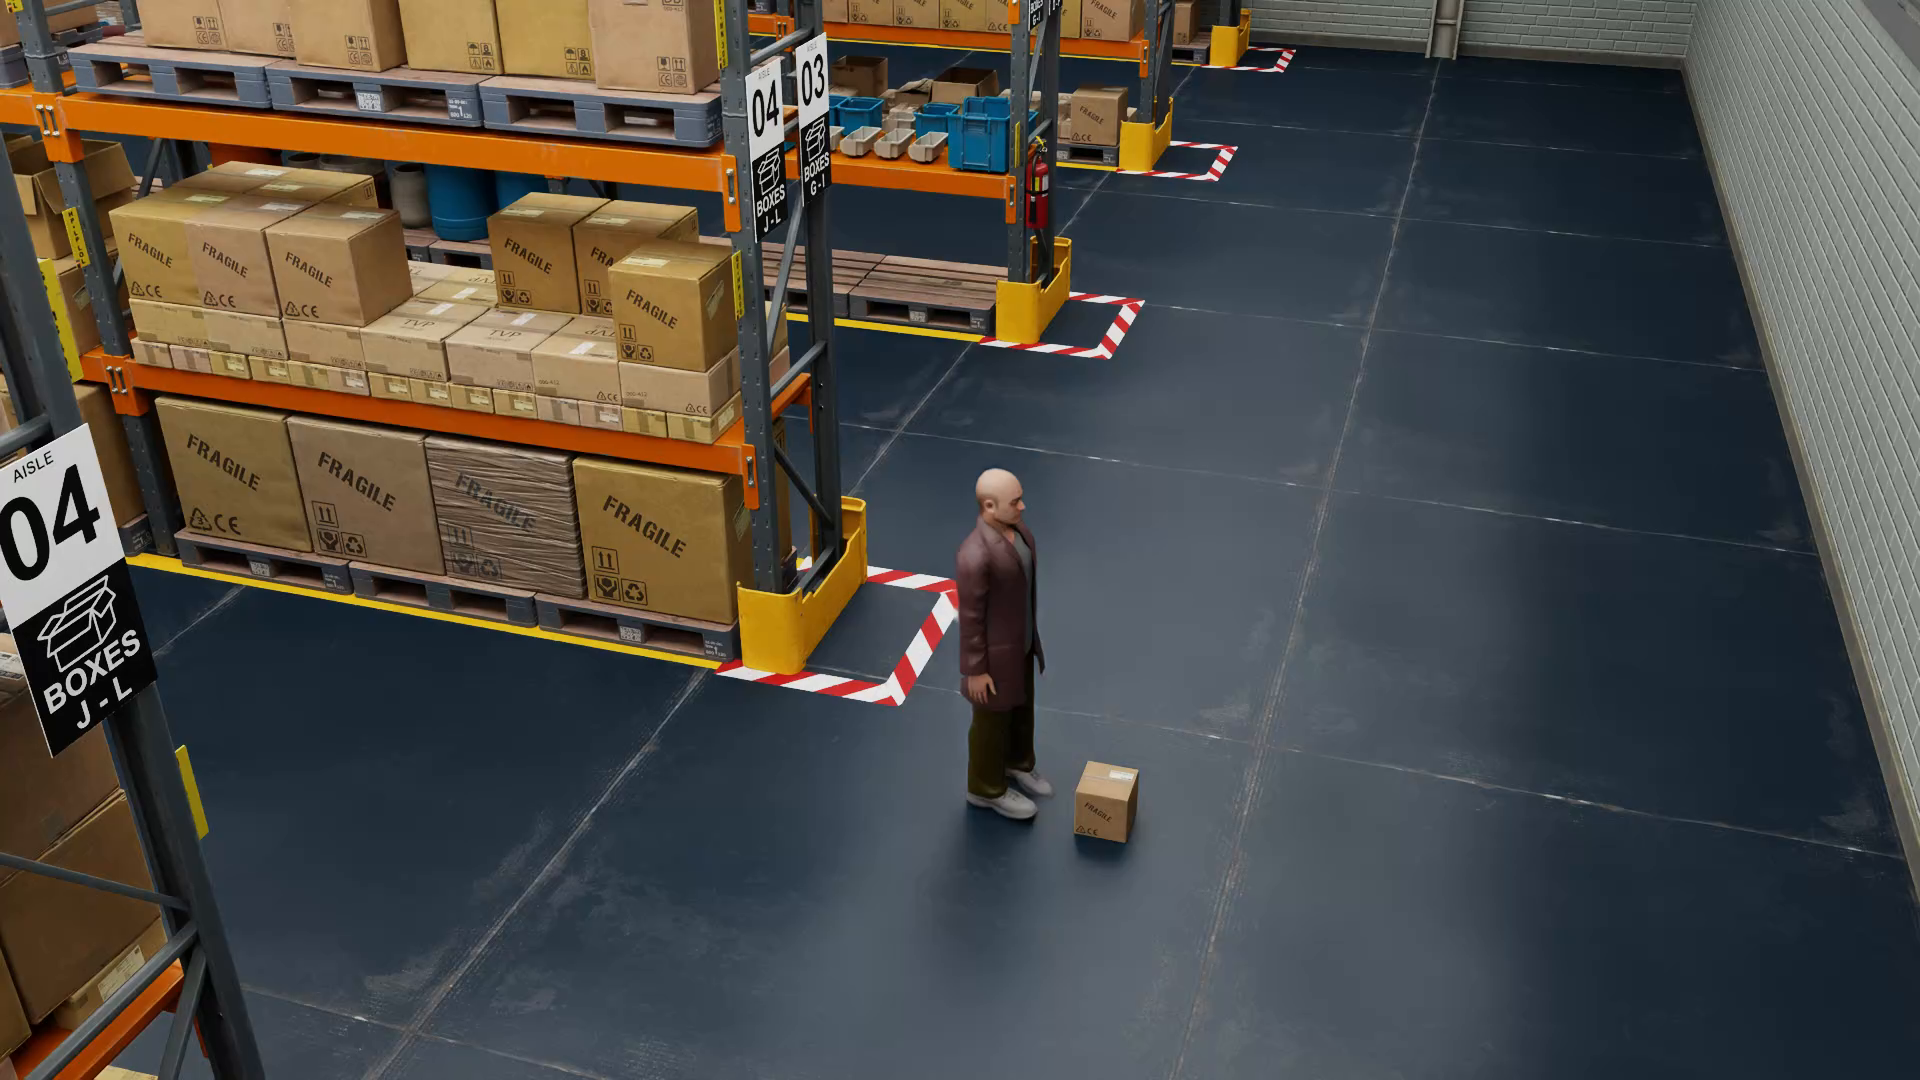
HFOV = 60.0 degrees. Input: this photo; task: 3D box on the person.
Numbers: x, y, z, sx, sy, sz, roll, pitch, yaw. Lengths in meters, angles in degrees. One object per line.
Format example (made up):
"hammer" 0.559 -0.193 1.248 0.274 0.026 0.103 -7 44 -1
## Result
"person" 0.219 0.501 7.619 0.410 1.796 0.624 11 31 19
